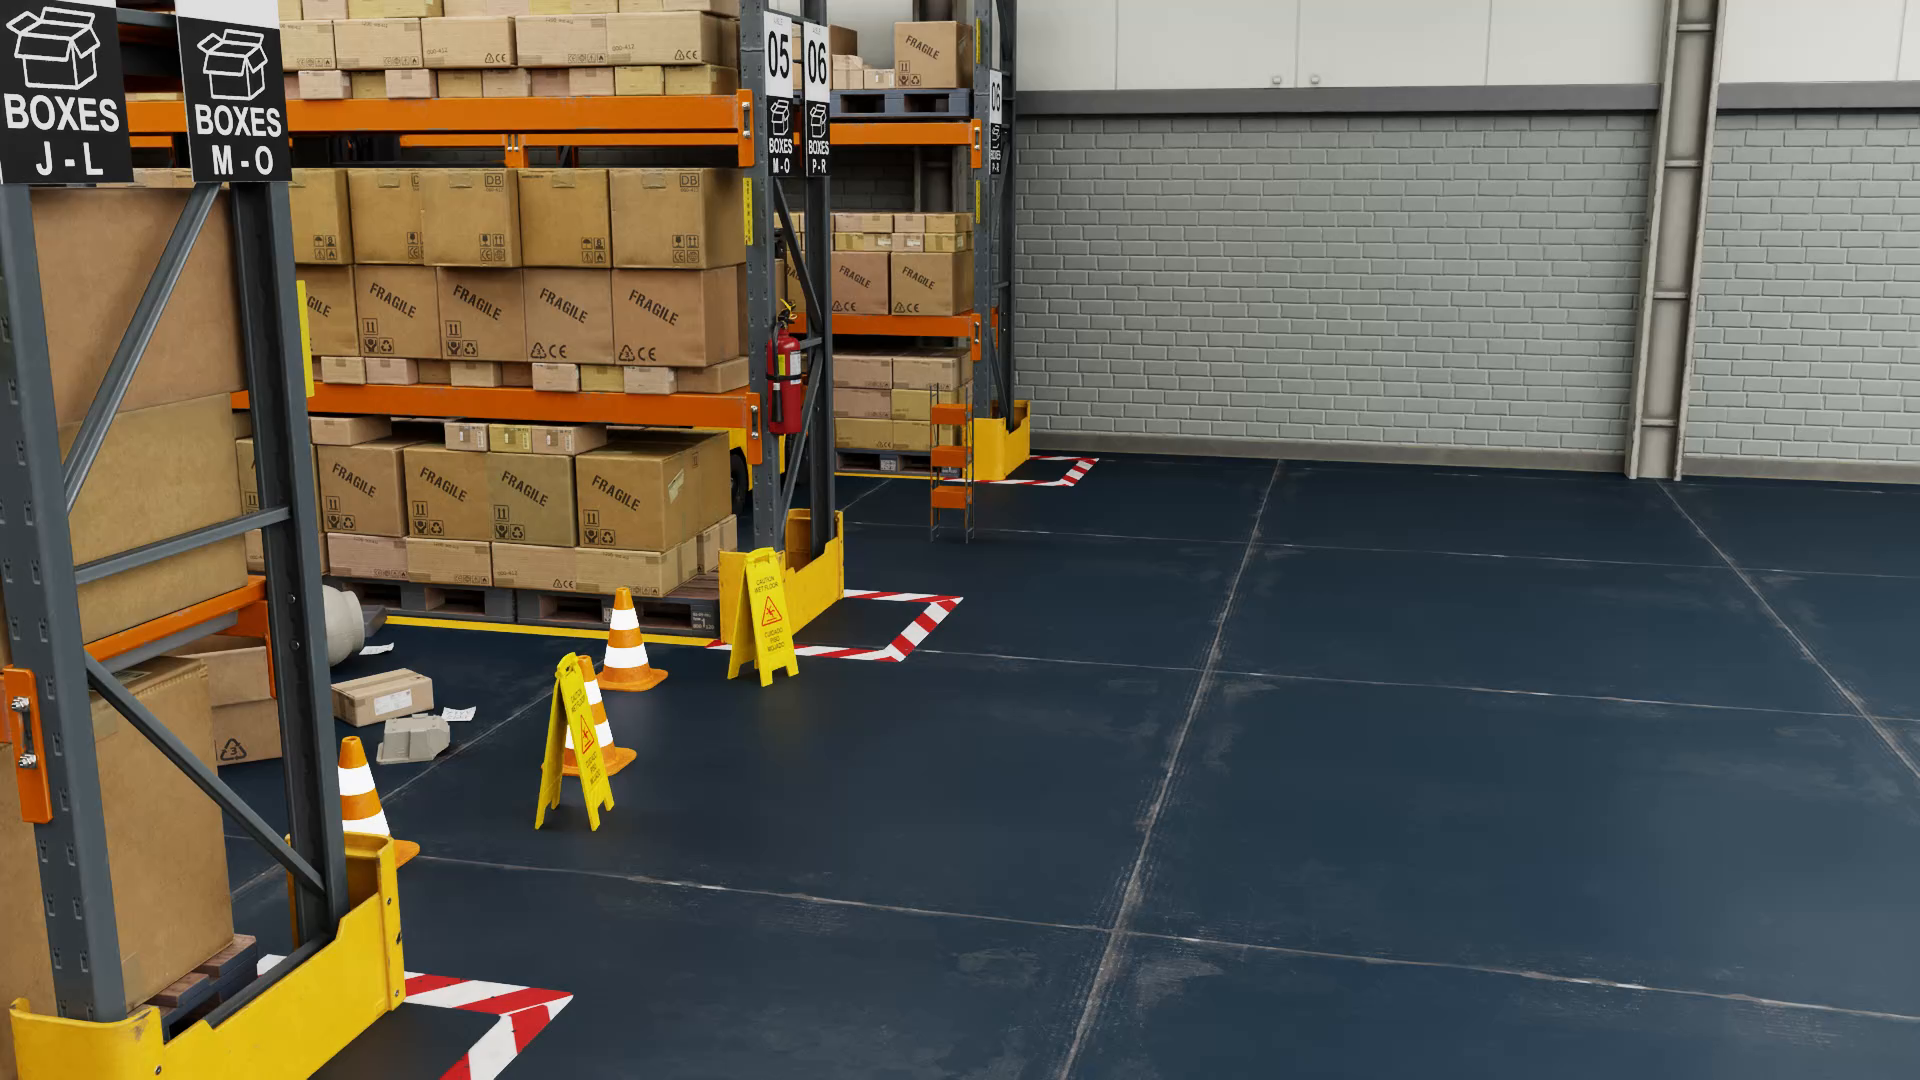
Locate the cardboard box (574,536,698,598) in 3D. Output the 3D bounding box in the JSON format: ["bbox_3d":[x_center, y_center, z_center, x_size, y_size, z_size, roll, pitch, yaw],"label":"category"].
[{"bbox_3d":[-1.772,0.124,9.127,0.500,0.250,0.500,3,13,13],"label":"cardboard box"}]

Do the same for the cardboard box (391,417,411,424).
[{"bbox_3d":[-3.650,-0.463,10.041,0.500,0.500,0.500,3,13,15],"label":"cardboard box"}]

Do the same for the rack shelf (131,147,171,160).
[{"bbox_3d":[-9.422,-3.703,15.733,4.000,0.370,1.077,3,13,14],"label":"rack shelf"}]

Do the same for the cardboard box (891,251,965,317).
[{"bbox_3d":[-0.254,-2.090,13.496,0.500,0.500,0.500,3,13,12],"label":"cardboard box"}]

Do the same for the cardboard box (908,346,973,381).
[{"bbox_3d":[-0.135,-1.486,14.077,0.500,0.250,0.500,3,13,13],"label":"cardboard box"}]

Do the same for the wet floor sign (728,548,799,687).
[{"bbox_3d":[-0.971,0.358,8.132,0.232,0.644,0.267,8,15,33],"label":"wet floor sign"}]

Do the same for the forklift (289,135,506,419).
[{"bbox_3d":[-3.961,-1.734,12.283,3.031,2.935,1.130,3,13,13],"label":"forklift"}]

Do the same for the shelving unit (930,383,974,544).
[{"bbox_3d":[-0.052,-0.515,11.133,0.252,1.050,0.215,3,13,14],"label":"shelving unit"}]

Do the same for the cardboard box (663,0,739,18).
[{"bbox_3d":[-1.298,-2.713,8.351,0.250,0.149,0.380,3,13,14],"label":"cardboard box"}]

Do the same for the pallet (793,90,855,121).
[{"bbox_3d":[-1.582,-3.597,13.799,1.213,0.211,1.003,3,13,14],"label":"pallet"}]

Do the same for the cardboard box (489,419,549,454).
[{"bbox_3d":[-2.355,-0.577,9.061,0.250,0.149,0.380,3,13,14],"label":"cardboard box"}]

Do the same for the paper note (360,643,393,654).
[{"bbox_3d":[-3.026,0.562,8.628,0.148,0.019,0.142,-1,13,-6],"label":"paper note"}]

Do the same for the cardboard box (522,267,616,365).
[{"bbox_3d":[-1.977,-1.218,8.880,0.500,0.500,0.500,3,13,14],"label":"cardboard box"}]

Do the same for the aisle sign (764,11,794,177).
[{"bbox_3d":[-0.909,-2.232,8.364,0.004,0.787,0.394,3,13,14],"label":"aisle sign"}]

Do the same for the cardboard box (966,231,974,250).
[{"bbox_3d":[0.019,-2.508,13.885,0.250,0.149,0.380,3,13,12],"label":"cardboard box"}]

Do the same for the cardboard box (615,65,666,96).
[{"bbox_3d":[-1.562,-2.334,8.483,0.250,0.149,0.380,3,13,14],"label":"cardboard box"}]

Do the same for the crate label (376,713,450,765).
[{"bbox_3d":[-2.340,0.843,7.117,0.298,0.136,0.250,-4,13,-16],"label":"crate label"}]

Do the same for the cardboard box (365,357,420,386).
[{"bbox_3d":[-3.063,-0.952,9.180,0.250,0.149,0.380,3,13,13],"label":"cardboard box"}]

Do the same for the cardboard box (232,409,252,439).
[{"bbox_3d":[-4.168,-0.673,9.492,0.250,0.149,0.380,3,13,14],"label":"cardboard box"}]

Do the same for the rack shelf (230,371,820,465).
[{"bbox_3d":[-2.841,-0.779,9.481,4.000,0.370,1.077,3,13,14],"label":"rack shelf"}]

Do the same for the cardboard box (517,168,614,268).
[{"bbox_3d":[-1.937,-1.717,8.822,0.500,0.500,0.700,3,13,14],"label":"cardboard box"}]

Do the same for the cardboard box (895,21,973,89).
[{"bbox_3d":[-0.202,-3.809,13.122,0.500,0.500,0.500,3,13,15],"label":"cardboard box"}]

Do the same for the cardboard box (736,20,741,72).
[{"bbox_3d":[-1.324,-2.645,8.965,0.500,0.250,0.500,3,13,13],"label":"cardboard box"}]

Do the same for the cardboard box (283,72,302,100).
[{"bbox_3d":[-3.541,-2.456,9.031,0.250,0.149,0.380,3,13,12],"label":"cardboard box"}]

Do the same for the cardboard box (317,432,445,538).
[{"bbox_3d":[-3.249,-0.323,9.411,0.500,0.500,0.500,4,13,16],"label":"cardboard box"}]

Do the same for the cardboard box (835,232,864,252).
[{"bbox_3d":[-0.848,-2.444,13.595,0.250,0.149,0.380,3,13,13],"label":"cardboard box"}]

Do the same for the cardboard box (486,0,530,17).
[{"bbox_3d":[-2.261,-2.782,8.662,0.250,0.149,0.380,3,13,14],"label":"cardboard box"}]

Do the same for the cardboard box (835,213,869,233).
[{"bbox_3d":[-0.843,-2.598,13.604,0.250,0.149,0.380,3,13,14],"label":"cardboard box"}]

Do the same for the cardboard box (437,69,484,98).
[{"bbox_3d":[-2.549,-2.400,8.782,0.250,0.149,0.380,3,13,12],"label":"cardboard box"}]

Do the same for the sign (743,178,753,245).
[{"bbox_3d":[-1.052,-1.630,8.254,0.005,0.325,0.100,3,13,14],"label":"sign"}]

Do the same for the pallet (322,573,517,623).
[{"bbox_3d":[-2.934,0.217,9.766,1.213,0.211,1.003,3,13,14],"label":"pallet"}]

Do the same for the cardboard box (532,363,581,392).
[{"bbox_3d":[-2.087,-0.893,8.913,0.250,0.149,0.380,3,13,15],"label":"cardboard box"}]

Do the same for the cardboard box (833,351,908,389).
[{"bbox_3d":[-0.733,-1.405,13.711,0.500,0.250,0.500,3,13,15],"label":"cardboard box"}]

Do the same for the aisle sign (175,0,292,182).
[{"bbox_3d":[-1.846,-1.309,4.206,0.004,0.787,0.394,3,13,14],"label":"aisle sign"}]

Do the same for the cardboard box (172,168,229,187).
[{"bbox_3d":[-3.917,-1.817,9.271,0.500,0.500,0.700,3,13,14],"label":"cardboard box"}]

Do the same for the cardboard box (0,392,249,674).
[{"bbox_3d":[-2.358,-0.063,4.248,0.550,0.550,0.875,3,13,14],"label":"cardboard box"}]

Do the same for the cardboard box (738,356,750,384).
[{"bbox_3d":[-1.179,-0.965,9.238,0.250,0.149,0.380,3,13,14],"label":"cardboard box"}]

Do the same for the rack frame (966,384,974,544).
[{"bbox_3d":[0.066,-0.509,11.104,0.008,1.050,0.200,3,13,14],"label":"rack frame"}]

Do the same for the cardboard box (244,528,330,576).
[{"bbox_3d":[-3.754,0.016,9.615,0.500,0.250,0.500,4,13,17],"label":"cardboard box"}]

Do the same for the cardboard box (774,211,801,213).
[{"bbox_3d":[-1.483,-2.730,14.198,0.250,0.149,0.380,3,13,14],"label":"cardboard box"}]

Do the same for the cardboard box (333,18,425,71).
[{"bbox_3d":[-2.944,-2.611,8.810,0.500,0.250,0.500,3,13,14],"label":"cardboard box"}]

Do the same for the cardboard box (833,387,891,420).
[{"bbox_3d":[-0.745,-1.165,13.784,0.500,0.250,0.500,3,13,13],"label":"cardboard box"}]

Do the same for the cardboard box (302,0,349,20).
[{"bbox_3d":[-3.278,-2.824,8.851,0.250,0.149,0.380,3,13,13],"label":"cardboard box"}]

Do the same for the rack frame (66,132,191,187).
[{"bbox_3d":[-4.783,-1.234,9.871,0.127,3.000,1.000,3,13,14],"label":"rack frame"}]

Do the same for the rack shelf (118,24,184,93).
[{"bbox_3d":[-3.929,-1.197,4.441,4.000,0.370,1.077,3,13,14],"label":"rack shelf"}]

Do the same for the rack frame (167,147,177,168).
[{"bbox_3d":[-7.481,-2.486,15.512,0.127,3.000,1.000,3,13,14],"label":"rack frame"}]
